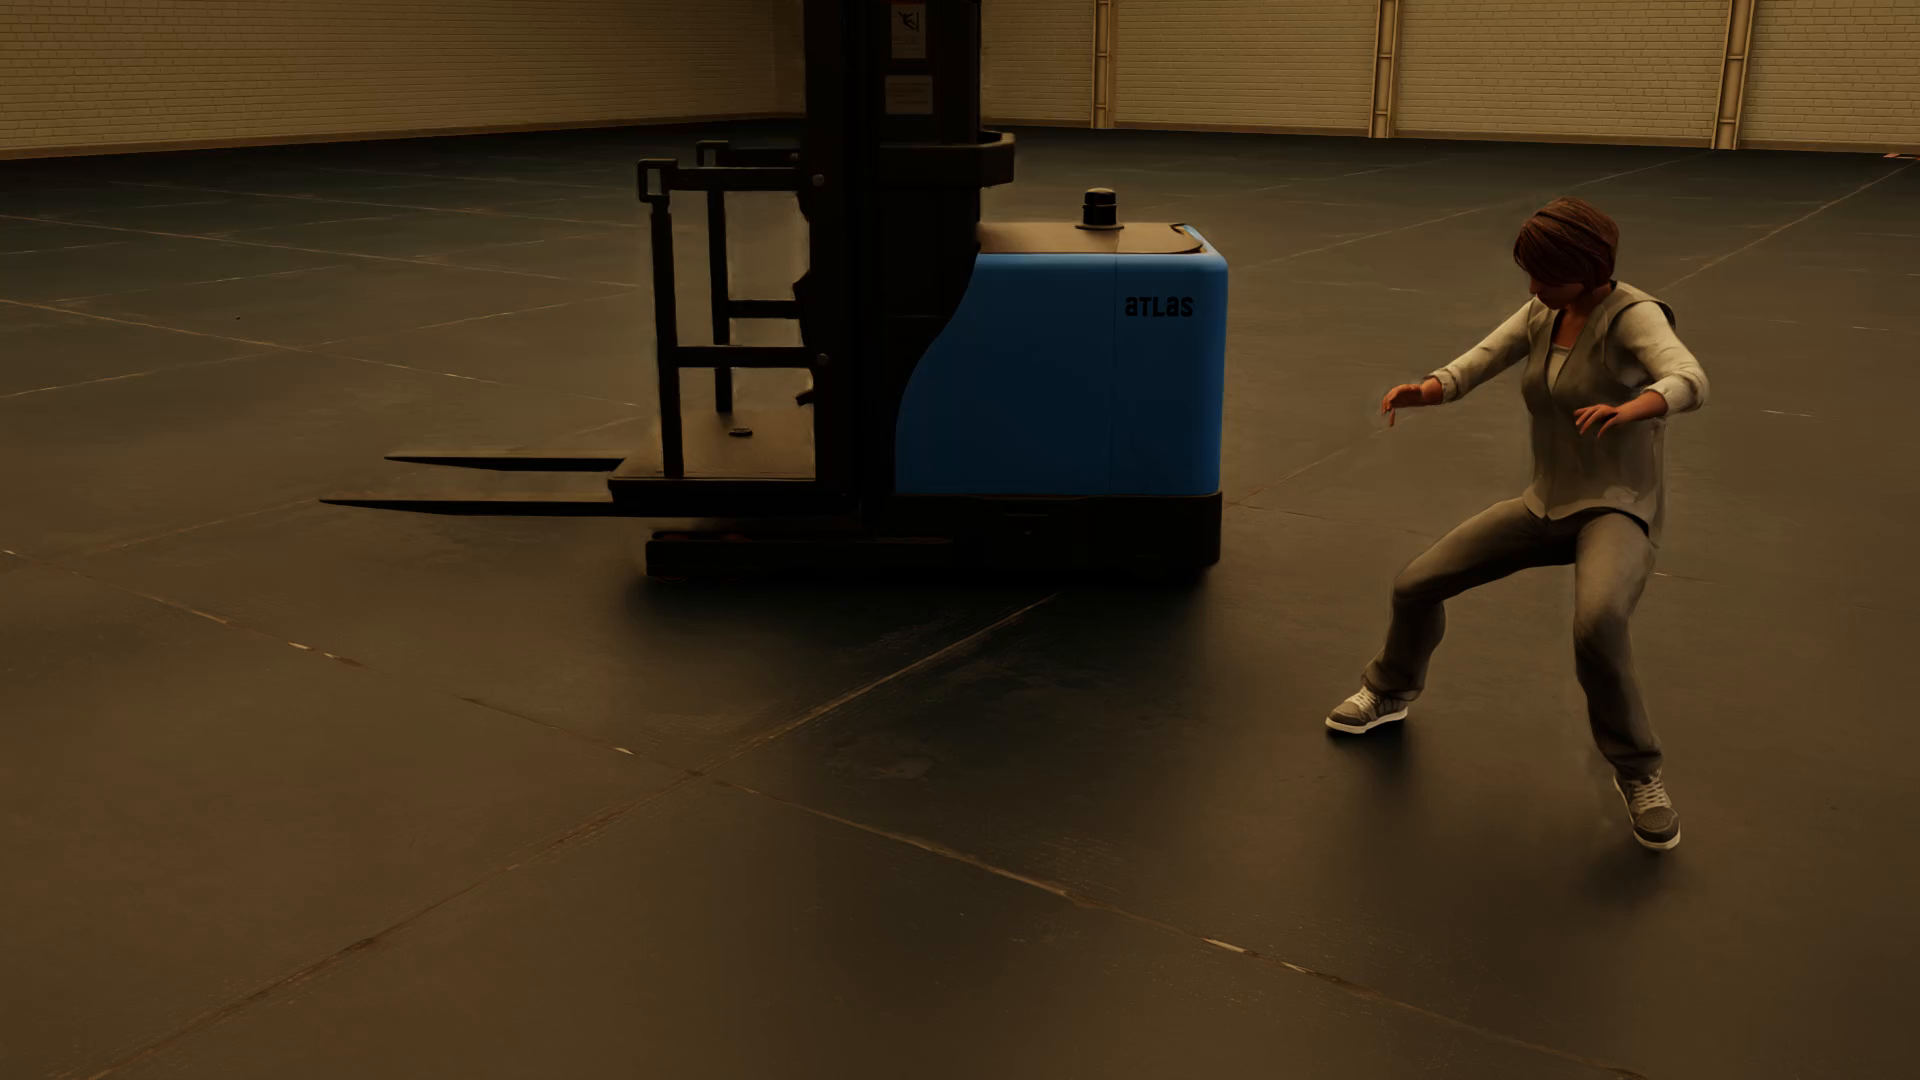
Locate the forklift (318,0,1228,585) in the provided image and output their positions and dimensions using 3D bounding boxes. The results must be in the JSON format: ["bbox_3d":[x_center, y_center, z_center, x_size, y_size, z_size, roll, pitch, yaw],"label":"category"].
[{"bbox_3d":[-0.647,-1.407,5.537,3.031,2.935,1.130,1,17,2],"label":"forklift"}]

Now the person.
[{"bbox_3d":[1.296,-0.078,3.802,0.658,1.378,0.955,-6,18,-21],"label":"person"}]
